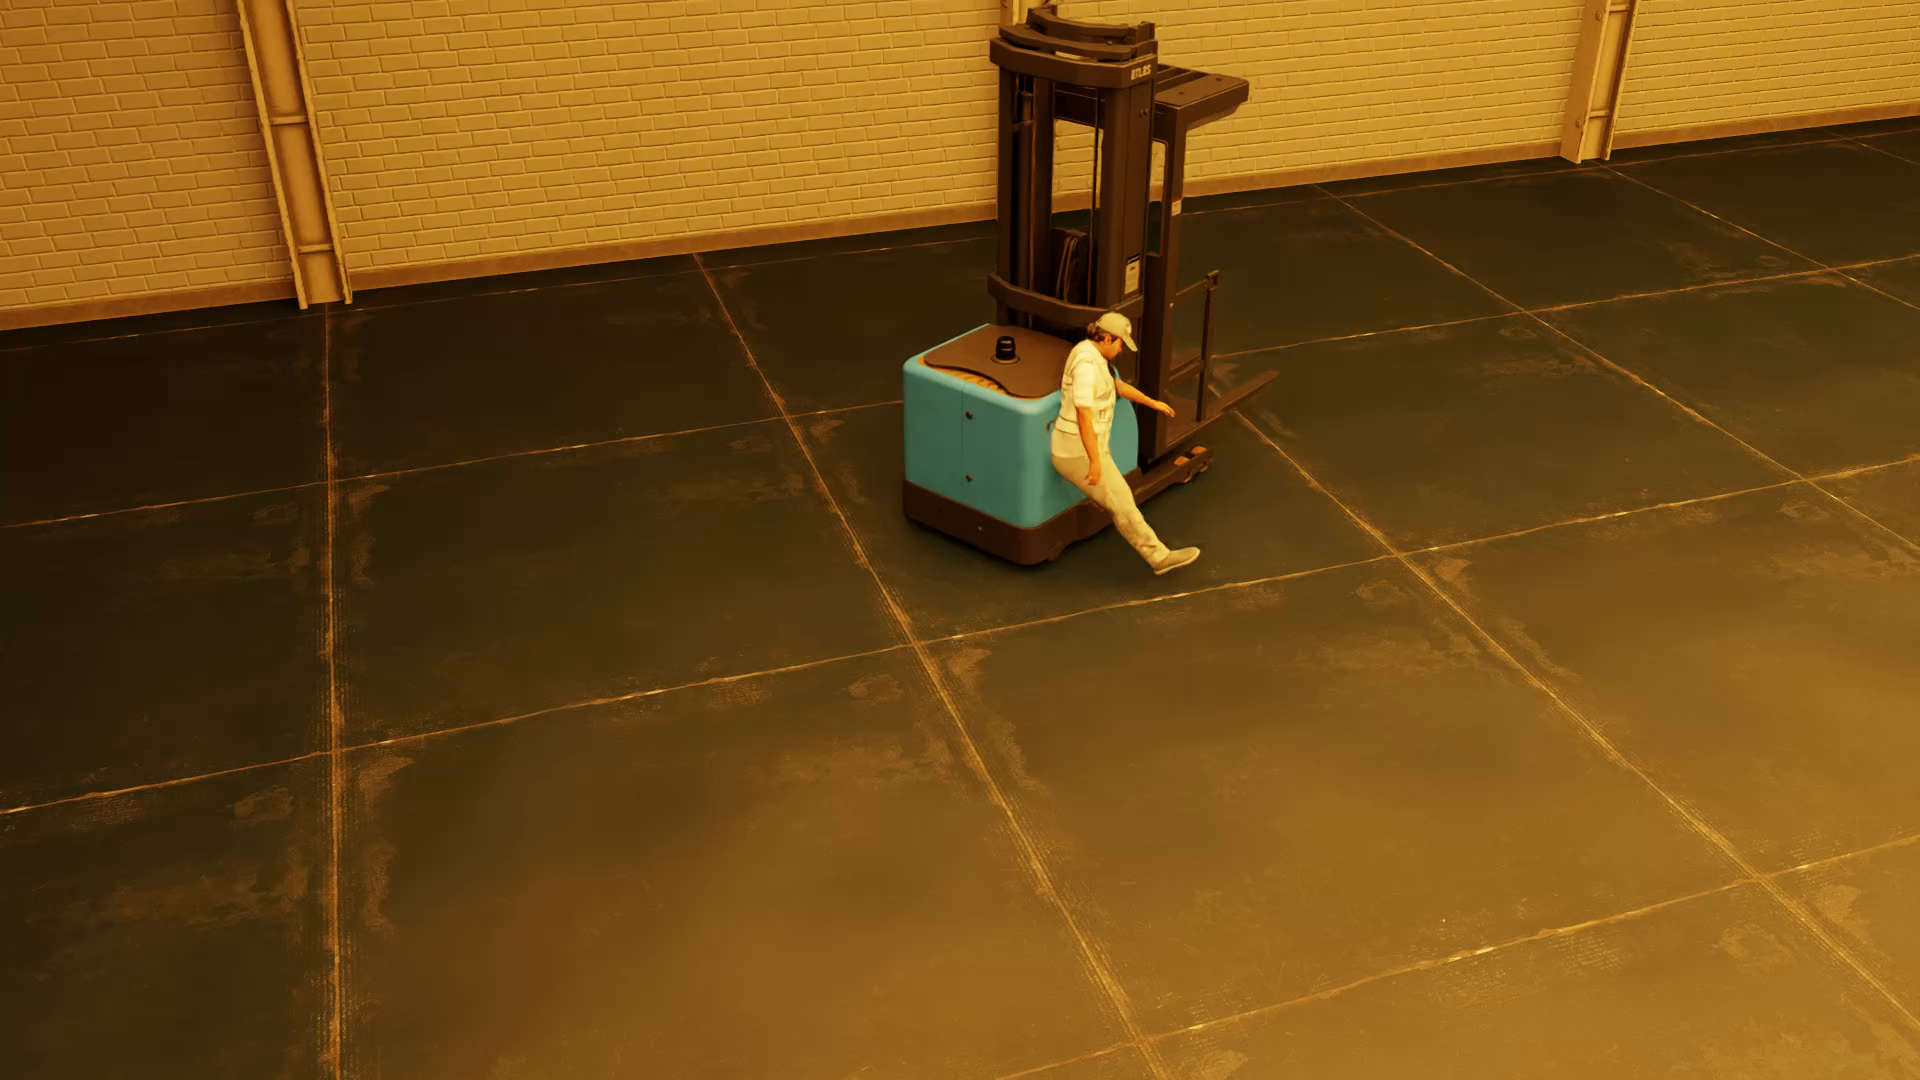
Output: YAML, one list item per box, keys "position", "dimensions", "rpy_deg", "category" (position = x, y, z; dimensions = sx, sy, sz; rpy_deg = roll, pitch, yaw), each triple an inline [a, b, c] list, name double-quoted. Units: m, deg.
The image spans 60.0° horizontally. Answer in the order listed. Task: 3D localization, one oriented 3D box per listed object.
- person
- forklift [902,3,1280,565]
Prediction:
- position: [0.940, -0.600, 9.580]
  dimensions: [0.957, 1.491, 0.909]
  rpy_deg: [4, 30, 6]
  category: "person"
- position: [0.992, -1.784, 10.187]
  dimensions: [1.130, 2.935, 3.031]
  rpy_deg: [23, 37, 34]
  category: "forklift"
